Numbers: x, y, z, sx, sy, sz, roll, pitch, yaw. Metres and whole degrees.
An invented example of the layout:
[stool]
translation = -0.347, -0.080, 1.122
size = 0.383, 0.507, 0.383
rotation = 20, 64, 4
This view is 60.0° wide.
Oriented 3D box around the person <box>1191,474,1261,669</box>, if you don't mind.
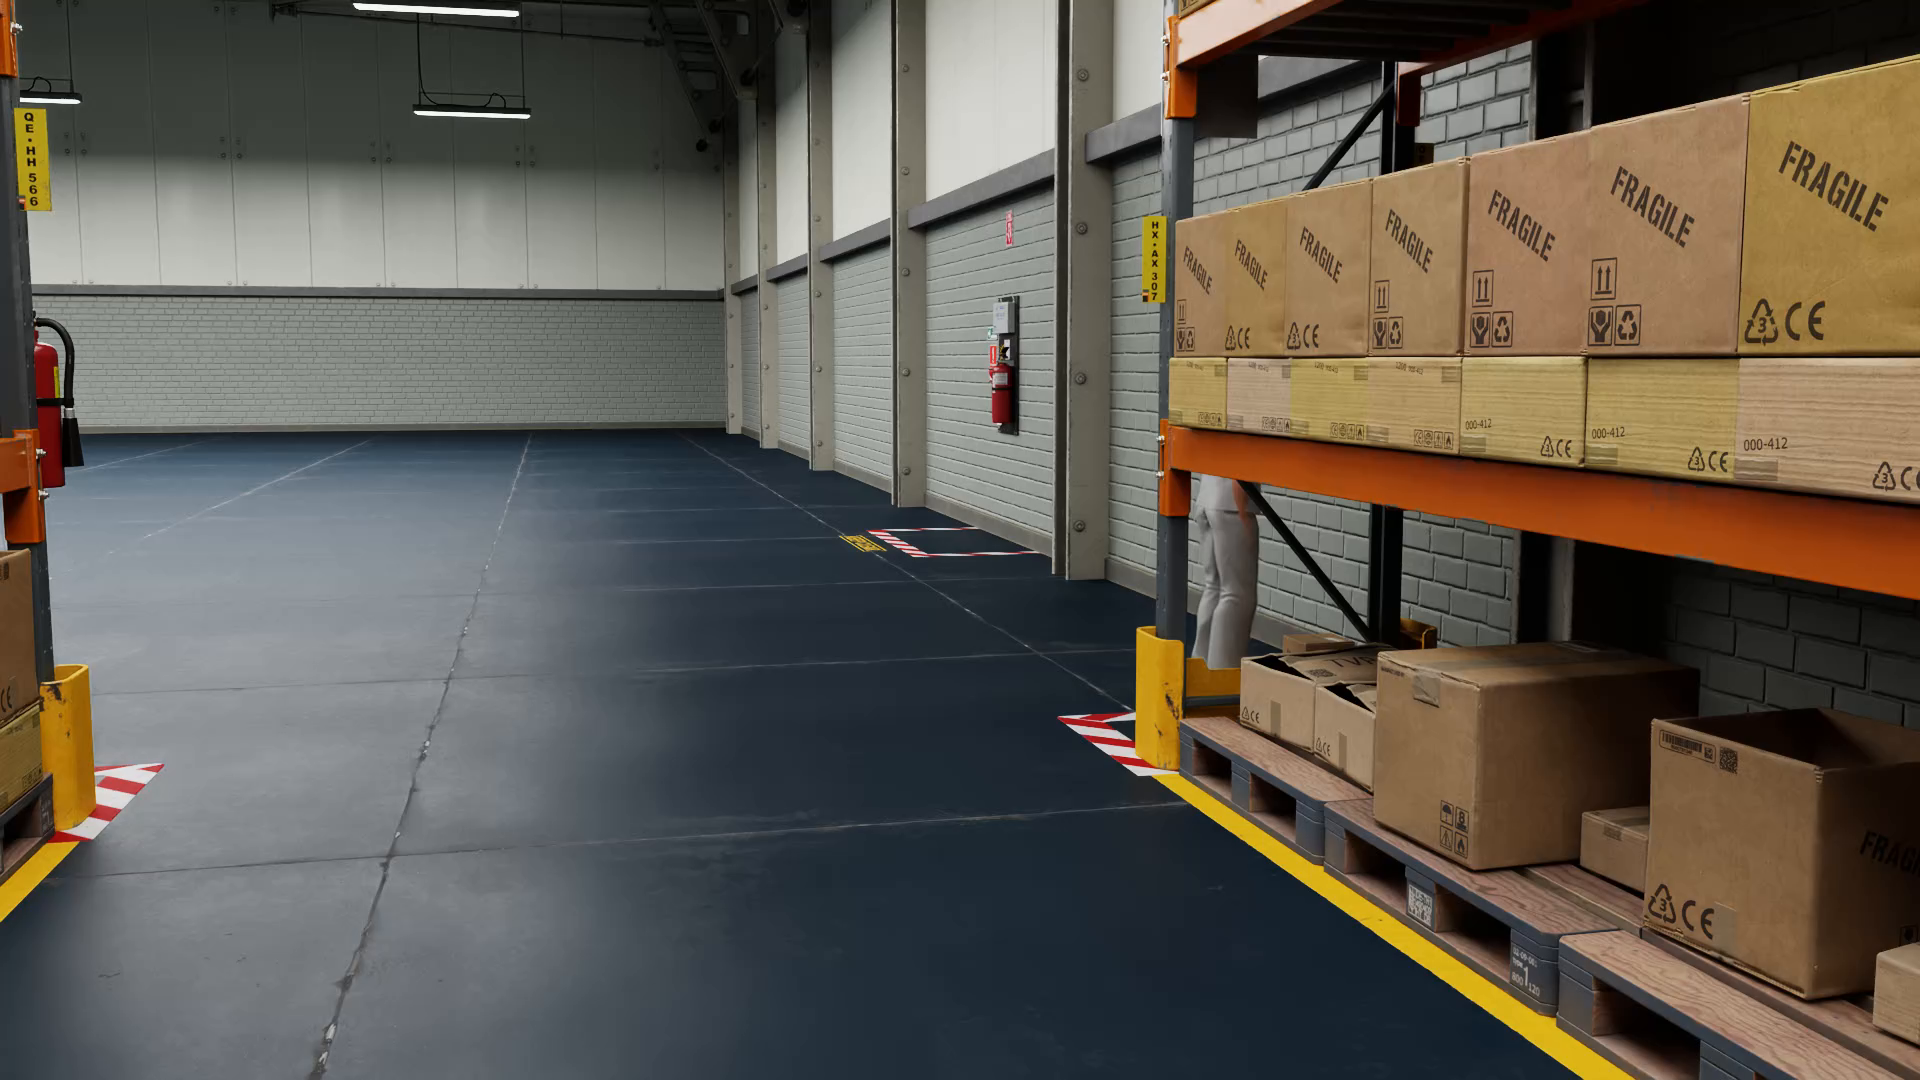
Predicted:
[person]
translation = 1.216, -0.107, 7.659
size = 0.362, 1.672, 0.438
rotation = -1, 6, -12
